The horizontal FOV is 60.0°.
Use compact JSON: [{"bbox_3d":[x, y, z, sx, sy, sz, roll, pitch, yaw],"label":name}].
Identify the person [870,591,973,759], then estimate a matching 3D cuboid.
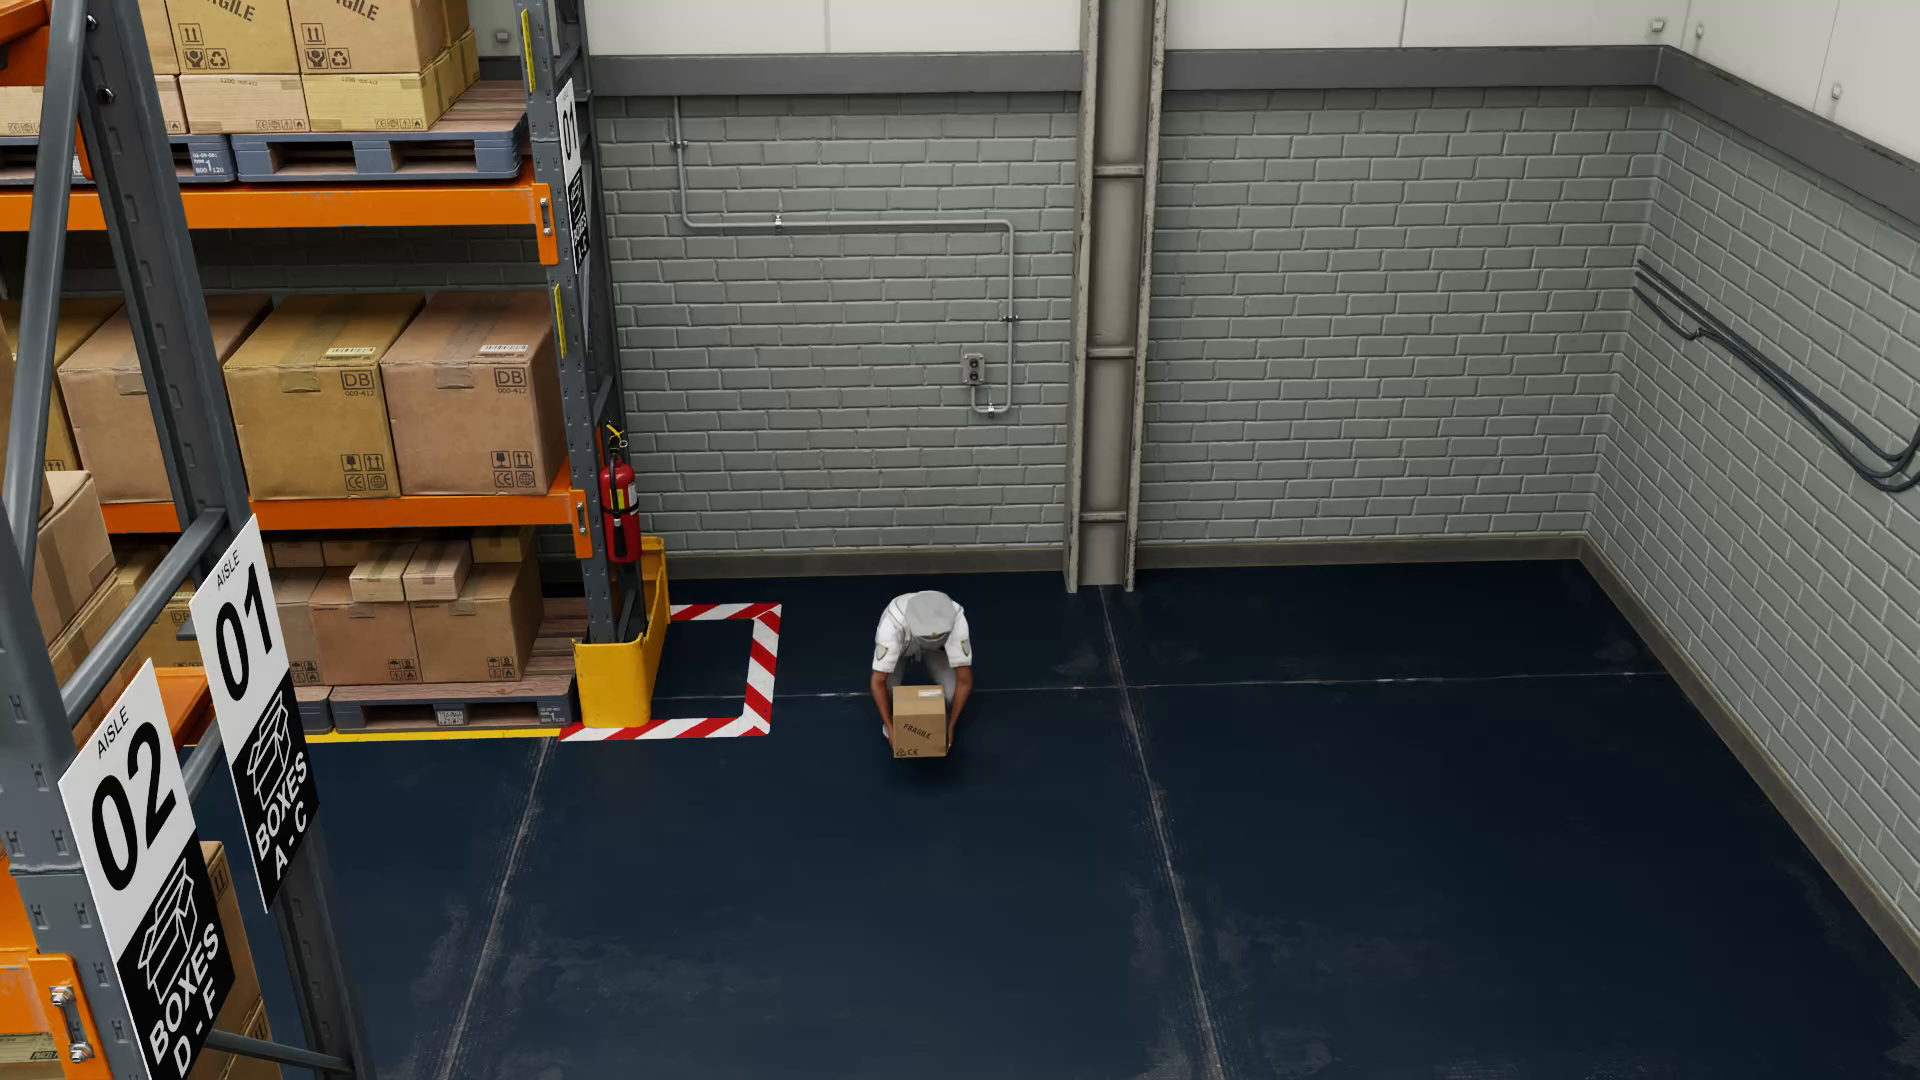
[{"bbox_3d":[-5.054,2.478,3.724,10.686,1.845,10.192,-1,28,-2],"label":"person"}]
